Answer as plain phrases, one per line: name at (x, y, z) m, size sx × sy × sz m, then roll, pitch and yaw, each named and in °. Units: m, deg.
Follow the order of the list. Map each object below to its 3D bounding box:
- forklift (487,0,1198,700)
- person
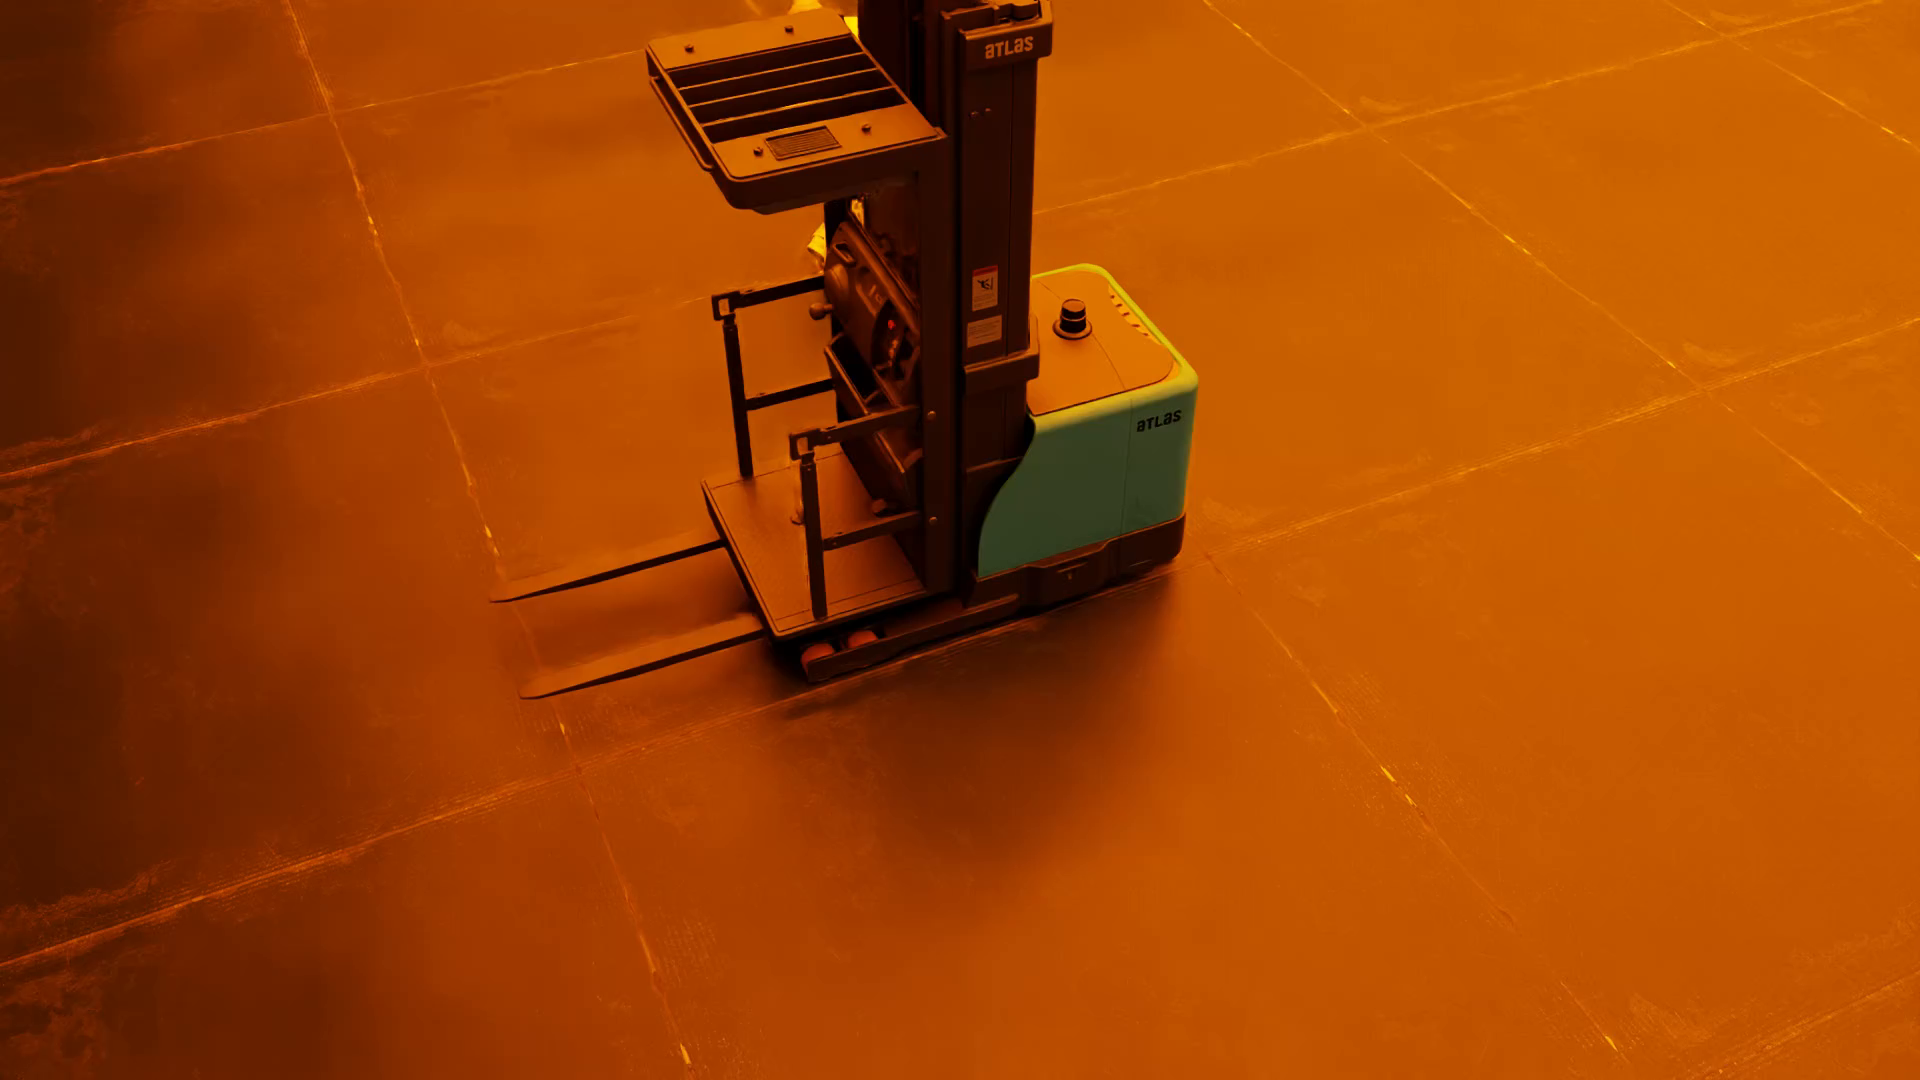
forklift at (-0.540, -0.876, 6.619) m, size 3.031 × 2.935 × 1.130 m, roll -16°, pitch 45°, yaw -17°
person at (-0.764, -2.243, 9.173) m, size 0.740 × 1.535 × 0.985 m, roll -2°, pitch 43°, yaw -2°
